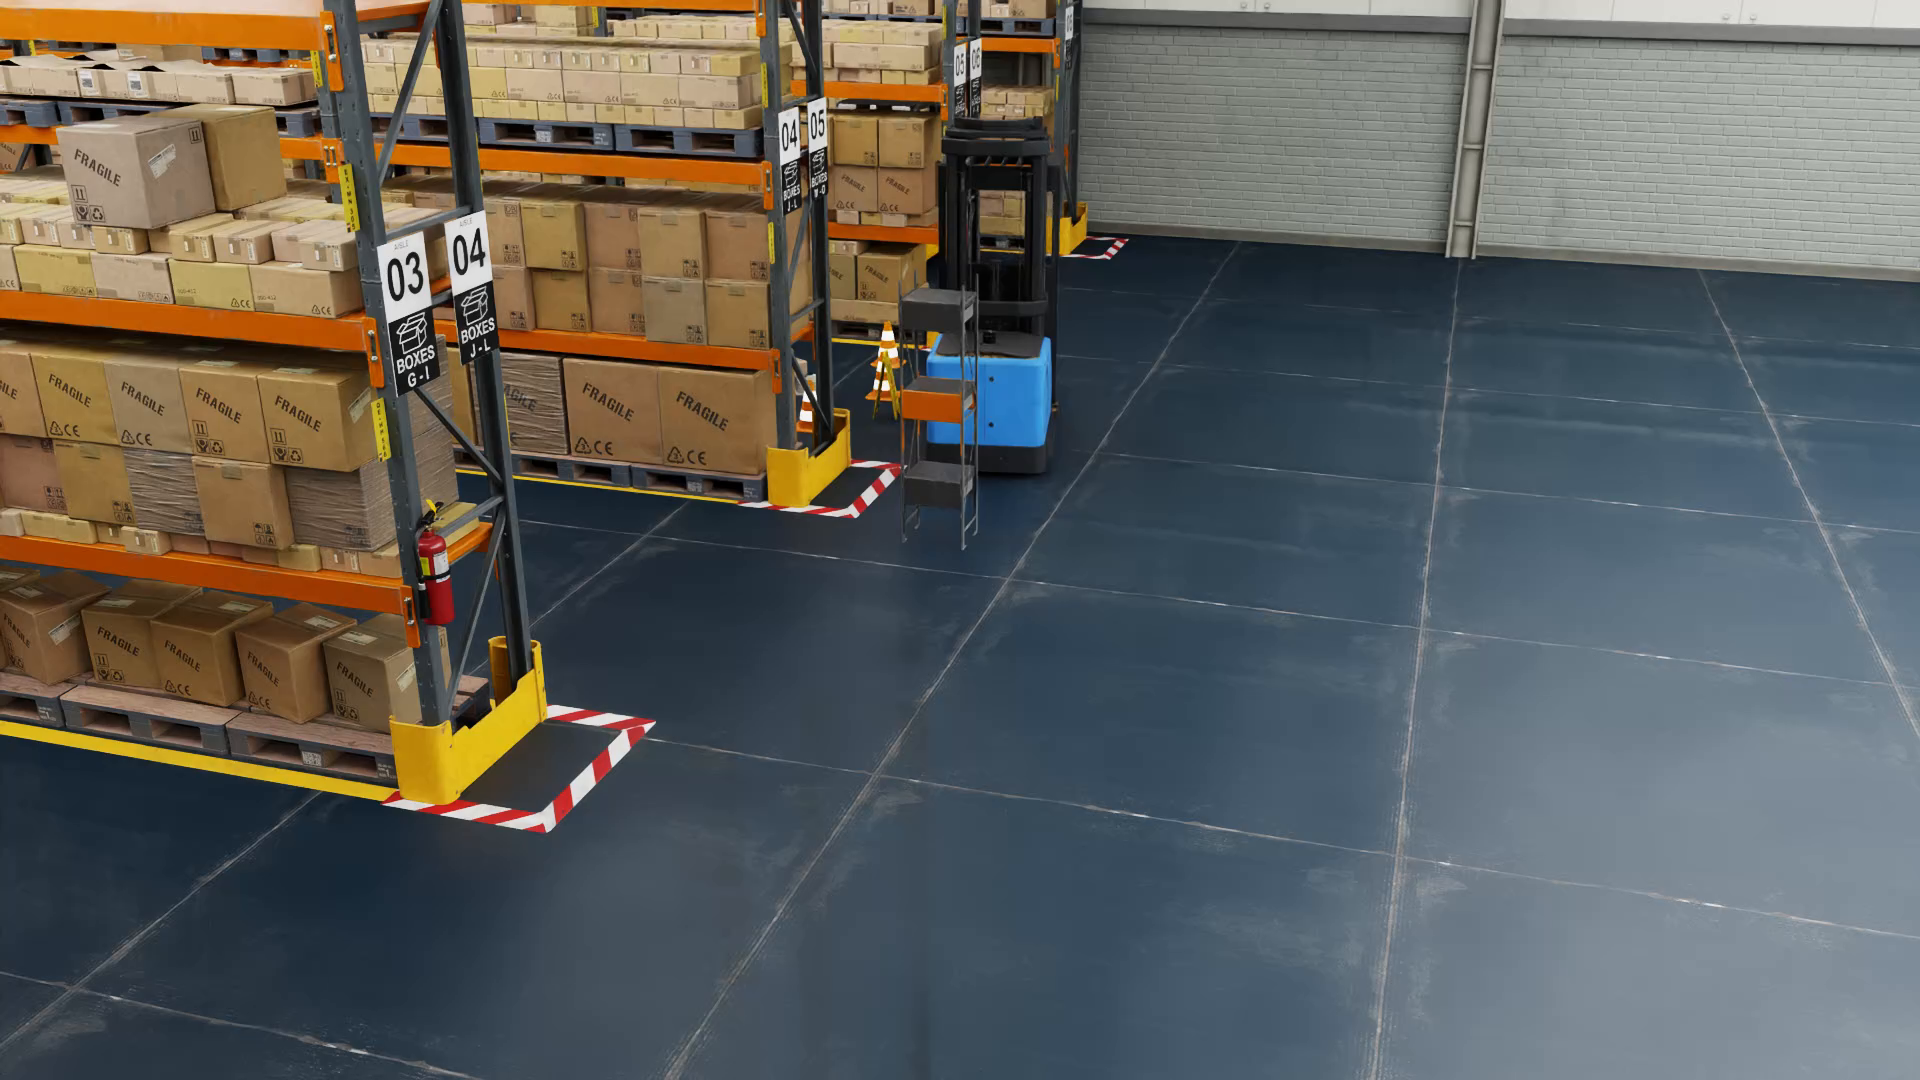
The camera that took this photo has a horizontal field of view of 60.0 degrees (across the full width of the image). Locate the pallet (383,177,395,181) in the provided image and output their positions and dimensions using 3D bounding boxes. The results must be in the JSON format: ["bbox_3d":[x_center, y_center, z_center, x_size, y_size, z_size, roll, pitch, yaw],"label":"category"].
[{"bbox_3d":[-6.923,-4.440,20.299,1.003,0.211,1.213,7,23,16],"label":"pallet"}]

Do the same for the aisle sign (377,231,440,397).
[{"bbox_3d":[-2.867,-1.178,8.668,0.004,0.787,0.394,7,23,16],"label":"aisle sign"}]

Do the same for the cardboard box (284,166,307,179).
[{"bbox_3d":[-8.196,-4.460,20.293,0.500,0.250,0.500,6,23,14],"label":"cardboard box"}]

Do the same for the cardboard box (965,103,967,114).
[{"bbox_3d":[0.053,-5.889,22.593,0.250,0.149,0.380,6,23,14],"label":"cardboard box"}]

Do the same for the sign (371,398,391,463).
[{"bbox_3d":[-3.020,-0.573,8.677,0.005,0.325,0.100,7,23,16],"label":"sign"}]

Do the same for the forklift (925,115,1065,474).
[{"bbox_3d":[0.378,-2.453,15.292,1.130,2.935,3.031,2,22,6],"label":"forklift"}]

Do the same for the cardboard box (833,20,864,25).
[{"bbox_3d":[-1.210,-5.563,18.113,0.250,0.149,0.380,6,23,15],"label":"cardboard box"}]

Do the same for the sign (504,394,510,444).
[{"bbox_3d":[-2.684,-0.688,9.760,0.005,0.325,0.100,7,23,16],"label":"sign"}]

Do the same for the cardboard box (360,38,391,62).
[{"bbox_3d":[-4.890,-4.038,13.709,0.250,0.149,0.380,7,23,16],"label":"cardboard box"}]

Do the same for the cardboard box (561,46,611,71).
[{"bbox_3d":[-2.948,-3.816,13.168,0.250,0.149,0.380,6,23,15],"label":"cardboard box"}]

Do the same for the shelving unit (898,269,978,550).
[{"bbox_3d":[-0.158,-0.990,12.821,0.503,2.100,0.431,7,23,16],"label":"shelving unit"}]

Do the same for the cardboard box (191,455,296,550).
[{"bbox_3d":[-3.872,-0.356,9.567,0.500,0.500,0.875,7,23,16],"label":"cardboard box"}]

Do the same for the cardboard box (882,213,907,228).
[{"bbox_3d":[-0.672,-3.526,18.149,0.250,0.149,0.380,6,23,15],"label":"cardboard box"}]

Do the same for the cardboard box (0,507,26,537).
[{"bbox_3d":[-5.598,-0.164,9.954,0.250,0.149,0.380,7,23,16],"label":"cardboard box"}]

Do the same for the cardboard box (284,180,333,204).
[{"bbox_3d":[-5.617,-2.881,14.797,0.500,0.500,0.700,6,23,15],"label":"cardboard box"}]

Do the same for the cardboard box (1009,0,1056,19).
[{"bbox_3d":[0.959,-7.130,21.834,0.500,0.500,0.500,7,23,17],"label":"cardboard box"}]

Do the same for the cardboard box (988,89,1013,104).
[{"bbox_3d":[0.545,-5.976,22.414,0.250,0.149,0.380,7,23,17],"label":"cardboard box"}]

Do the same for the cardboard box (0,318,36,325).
[{"bbox_3d":[-5.680,-1.172,10.238,0.500,0.500,0.500,7,23,16],"label":"cardboard box"}]

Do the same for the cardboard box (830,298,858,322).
[{"bbox_3d":[-1.323,-2.664,18.786,0.500,0.250,0.500,7,23,16],"label":"cardboard box"}]

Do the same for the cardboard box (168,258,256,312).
[{"bbox_3d":[-3.854,-1.423,8.937,0.500,0.250,0.500,7,23,16],"label":"cardboard box"}]

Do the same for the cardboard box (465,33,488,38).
[{"bbox_3d":[-4.216,-4.221,14.156,0.250,0.149,0.380,6,23,15],"label":"cardboard box"}]

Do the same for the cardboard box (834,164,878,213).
[{"bbox_3d":[-1.055,-3.891,18.185,0.500,0.500,0.500,7,23,16],"label":"cardboard box"}]

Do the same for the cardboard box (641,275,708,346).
[{"bbox_3d":[-2.212,-2.028,13.968,0.550,0.550,0.875,7,23,16],"label":"cardboard box"}]

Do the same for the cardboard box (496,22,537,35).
[{"bbox_3d":[-4.891,-5.711,18.837,0.500,0.250,0.500,7,23,16],"label":"cardboard box"}]

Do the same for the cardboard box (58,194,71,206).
[{"bbox_3d":[-5.012,-1.959,9.717,0.250,0.149,0.380,8,24,18],"label":"cardboard box"}]

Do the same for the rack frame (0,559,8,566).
[{"bbox_3d":[-6.670,-0.529,10.512,0.127,3.000,1.000,7,23,16],"label":"rack frame"}]

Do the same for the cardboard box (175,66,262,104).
[{"bbox_3d":[-6.386,-3.934,14.374,0.500,0.250,0.500,6,23,15],"label":"cardboard box"}]

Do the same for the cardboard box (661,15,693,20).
[{"bbox_3d":[-3.169,-5.814,18.724,0.250,0.149,0.380,6,23,14],"label":"cardboard box"}]

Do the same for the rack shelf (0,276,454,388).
[{"bbox_3d":[-4.755,-1.365,9.545,4.000,0.370,1.077,7,23,16],"label":"rack shelf"}]

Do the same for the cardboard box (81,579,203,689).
[{"bbox_3d":[-5.131,0.591,10.522,0.500,0.500,0.500,4,23,11],"label":"cardboard box"}]

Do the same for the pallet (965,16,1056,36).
[{"bbox_3d":[0.783,-6.929,22.278,1.213,0.211,1.003,7,23,16],"label":"pallet"}]

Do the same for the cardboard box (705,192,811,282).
[{"bbox_3d":[-1.655,-2.505,13.710,0.550,0.550,0.875,7,23,16],"label":"cardboard box"}]

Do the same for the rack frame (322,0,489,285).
[{"bbox_3d":[-2.840,-2.866,8.305,0.127,3.000,1.000,7,23,16],"label":"rack frame"}]

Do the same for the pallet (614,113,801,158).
[{"bbox_3d":[-2.024,-3.306,13.446,1.213,0.211,1.003,7,23,16],"label":"pallet"}]

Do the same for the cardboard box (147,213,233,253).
[{"bbox_3d":[-4.153,-1.663,8.997,0.250,0.149,0.380,7,23,16],"label":"cardboard box"}]

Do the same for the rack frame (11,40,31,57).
[{"bbox_3d":[-8.970,-5.534,14.809,0.127,3.000,1.000,7,23,16],"label":"rack frame"}]

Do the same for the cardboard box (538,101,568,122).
[{"bbox_3d":[-3.187,-3.474,13.386,0.250,0.149,0.380,7,23,16],"label":"cardboard box"}]

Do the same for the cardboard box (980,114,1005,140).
[{"bbox_3d":[0.412,-5.560,22.646,0.500,0.500,0.500,7,23,17],"label":"cardboard box"}]

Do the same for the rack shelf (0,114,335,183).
[{"bbox_3d":[-7.055,-3.594,14.980,4.000,0.370,1.077,7,23,16],"label":"rack shelf"}]

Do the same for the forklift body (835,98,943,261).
[{"bbox_3d":[-0.890,-4.647,21.671,1.214,2.155,2.313,7,23,16],"label":"forklift body"}]

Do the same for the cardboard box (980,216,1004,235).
[{"bbox_3d":[0.438,-4.412,23.048,0.500,0.250,0.500,7,23,15],"label":"cardboard box"}]

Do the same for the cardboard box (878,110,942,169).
[{"bbox_3d":[-0.530,-4.314,17.899,0.500,0.500,0.700,6,23,14],"label":"cardboard box"}]

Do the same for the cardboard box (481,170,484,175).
[{"bbox_3d":[-5.574,-4.347,19.598,0.250,0.149,0.380,6,23,14],"label":"cardboard box"}]

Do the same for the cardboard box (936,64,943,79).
[{"bbox_3d":[-0.201,-5.117,18.076,0.250,0.149,0.380,7,23,16],"label":"cardboard box"}]

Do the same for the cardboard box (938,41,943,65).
[{"bbox_3d":[-0.382,-5.299,17.994,0.500,0.250,0.500,6,23,15],"label":"cardboard box"}]

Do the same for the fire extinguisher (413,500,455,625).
[{"bbox_3d":[-2.864,0.125,9.019,0.183,0.674,0.296,7,23,16],"label":"fire extinguisher"}]

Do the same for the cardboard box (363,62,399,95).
[{"bbox_3d":[-4.753,-3.861,13.804,0.500,0.250,0.500,7,23,16],"label":"cardboard box"}]

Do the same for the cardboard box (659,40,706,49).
[{"bbox_3d":[-2.265,-3.999,13.613,0.250,0.149,0.380,7,23,16],"label":"cardboard box"}]

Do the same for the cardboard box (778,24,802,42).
[{"bbox_3d":[-1.864,-5.417,17.757,0.250,0.149,0.380,7,23,17],"label":"cardboard box"}]

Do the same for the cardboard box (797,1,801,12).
[{"bbox_3d":[-2.035,-7.286,22.679,0.250,0.149,0.380,7,23,17],"label":"cardboard box"}]

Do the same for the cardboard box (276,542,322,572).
[{"bbox_3d":[-3.666,0.033,9.473,0.250,0.149,0.380,7,23,16],"label":"cardboard box"}]

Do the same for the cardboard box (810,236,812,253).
[{"bbox_3d":[-1.682,-3.328,18.562,0.250,0.149,0.380,8,23,18],"label":"cardboard box"}]
